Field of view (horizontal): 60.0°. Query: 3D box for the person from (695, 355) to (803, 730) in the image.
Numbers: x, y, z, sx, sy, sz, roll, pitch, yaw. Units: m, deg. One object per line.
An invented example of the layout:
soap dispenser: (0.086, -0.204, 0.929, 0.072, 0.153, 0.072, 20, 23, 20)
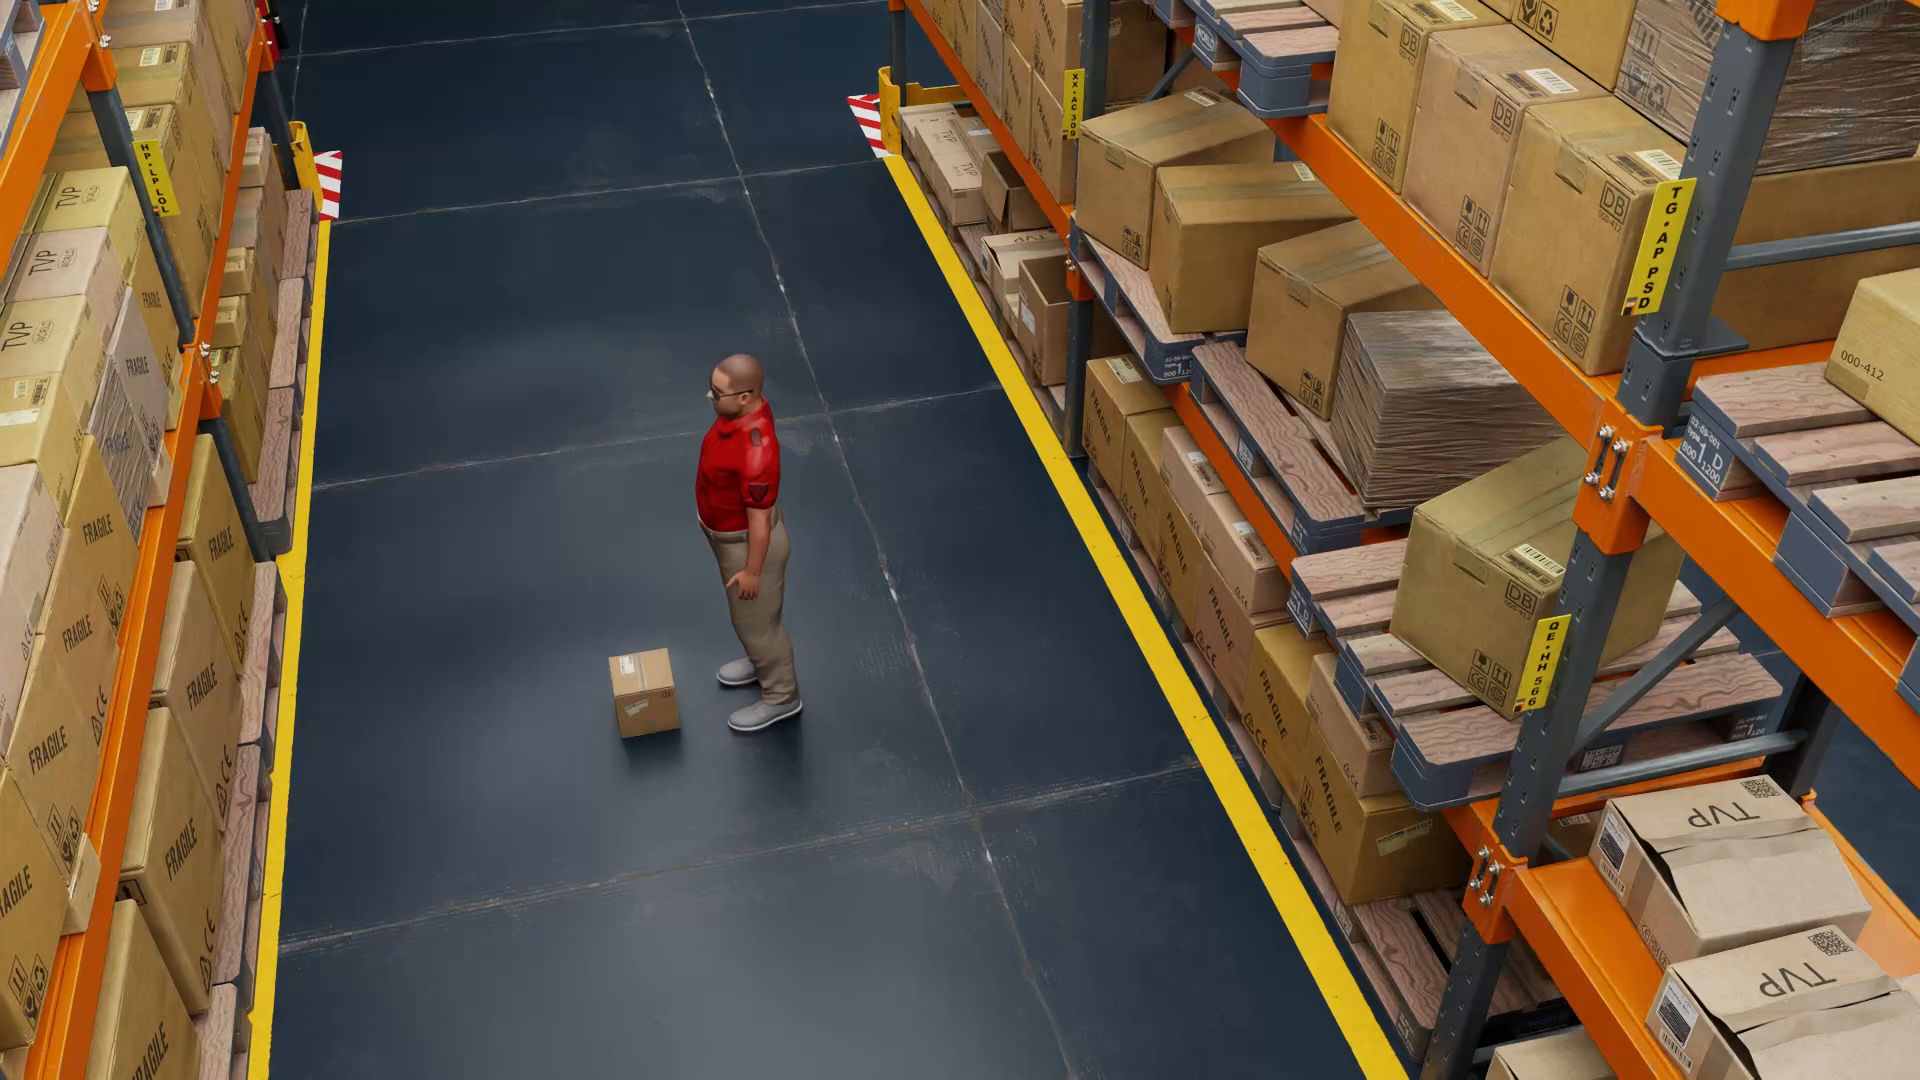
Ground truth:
person: (-0.874, 0.008, 6.725, 0.360, 1.724, 0.527, -9, 39, -11)
